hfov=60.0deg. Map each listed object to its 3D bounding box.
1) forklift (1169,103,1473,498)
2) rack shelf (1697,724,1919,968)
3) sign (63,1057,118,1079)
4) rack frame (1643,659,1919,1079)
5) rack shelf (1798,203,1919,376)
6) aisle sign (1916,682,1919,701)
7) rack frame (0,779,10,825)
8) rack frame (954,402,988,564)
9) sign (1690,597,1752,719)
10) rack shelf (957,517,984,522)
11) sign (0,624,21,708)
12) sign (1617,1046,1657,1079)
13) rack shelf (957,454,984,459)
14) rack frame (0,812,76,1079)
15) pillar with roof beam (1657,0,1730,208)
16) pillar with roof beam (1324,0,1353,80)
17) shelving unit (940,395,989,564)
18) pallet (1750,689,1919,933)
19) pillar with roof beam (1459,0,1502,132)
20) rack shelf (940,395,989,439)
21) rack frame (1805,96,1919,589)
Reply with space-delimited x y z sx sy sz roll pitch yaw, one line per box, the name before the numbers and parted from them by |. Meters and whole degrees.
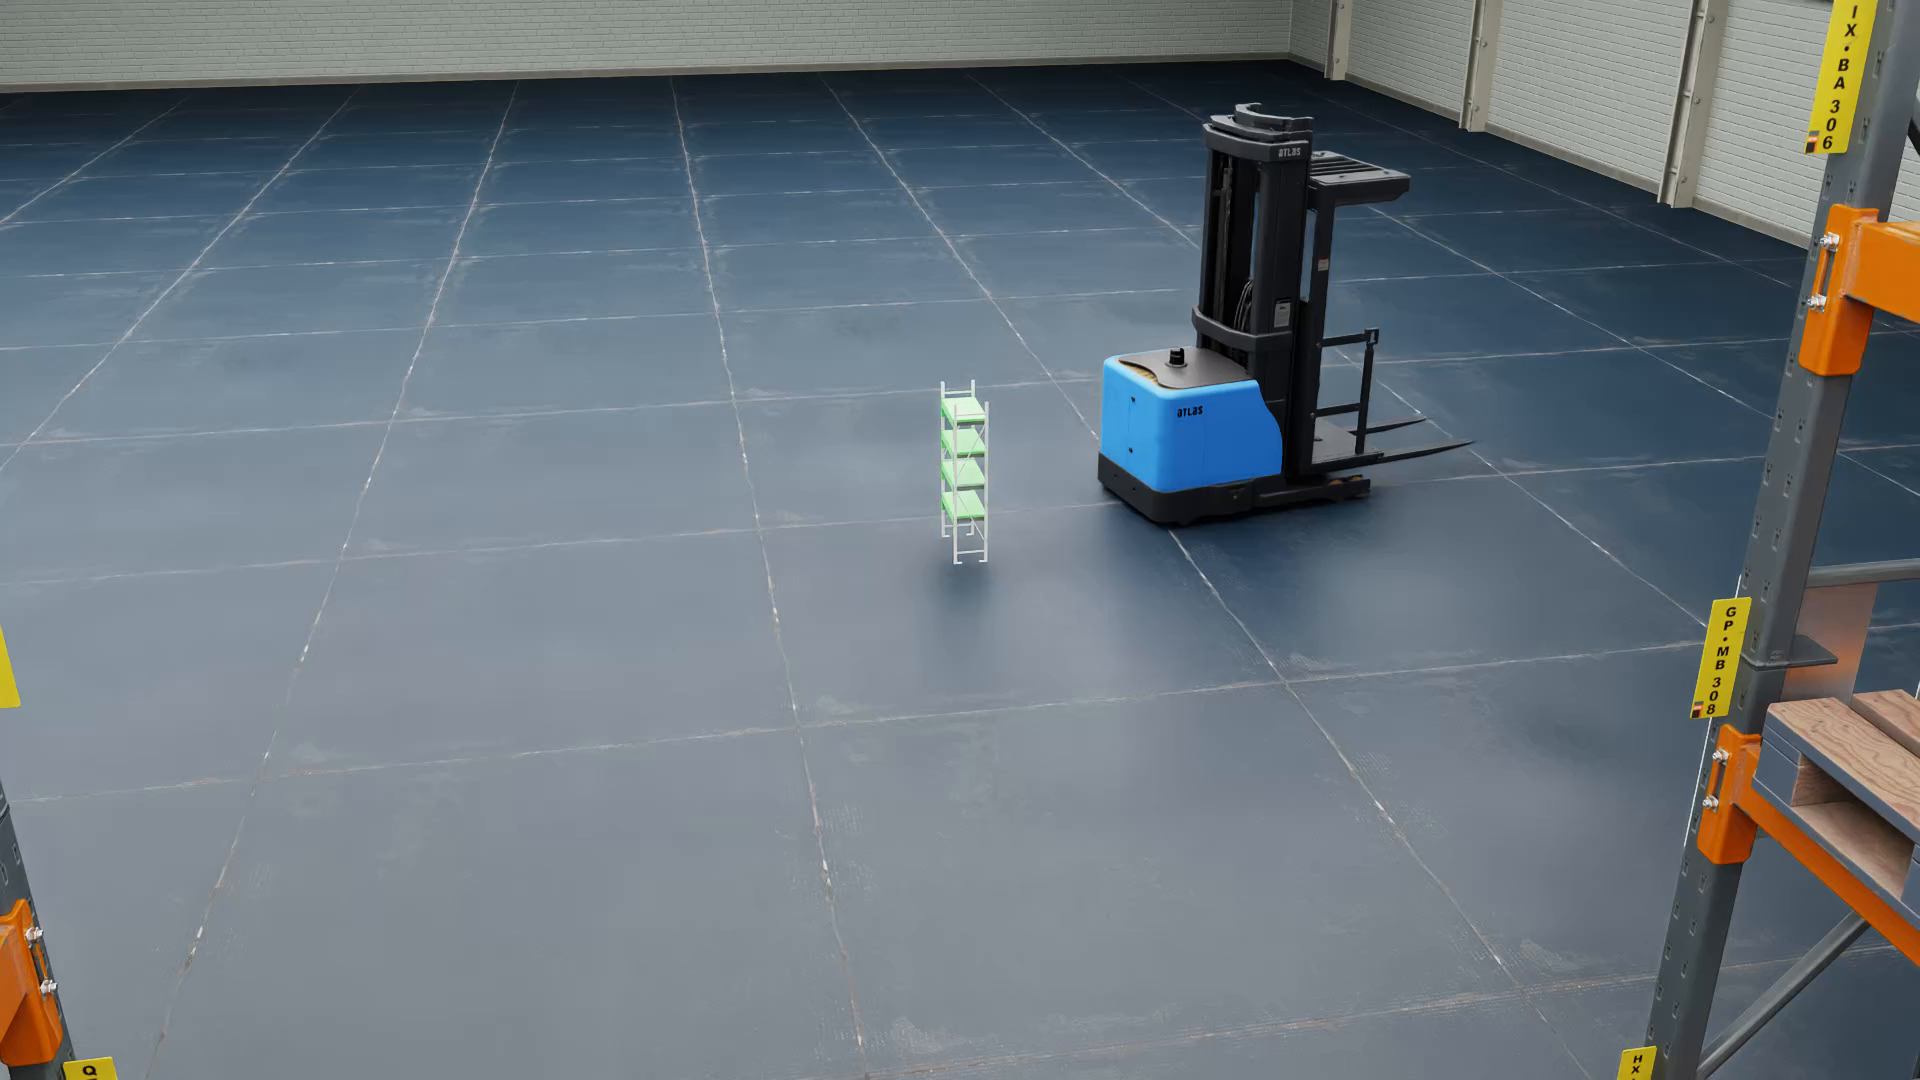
forklift | 2.657 -1.822 12.759 3.031 2.935 1.121 -10 25 -21
rack shelf | 2.776 1.373 2.510 1.077 0.370 4.000 -4 24 -10
sign | -1.913 1.289 3.709 0.100 0.325 0.005 -4 24 -10
rack frame | 2.406 1.631 4.767 1.000 3.000 0.127 -4 24 -10
rack shelf | 2.776 0.182 1.990 1.077 0.370 4.000 -4 24 -10
aisle sign | 2.684 0.390 4.362 0.394 0.787 0.004 -4 24 -10
rack frame | -2.462 -0.752 2.727 1.000 3.000 0.127 -4 24 -10
rack frame | 0.076 -0.389 11.641 0.240 1.200 0.015 -4 24 -10
sign | 1.864 0.291 4.076 0.100 0.325 0.005 -4 24 -10
rack shelf | 0.031 -0.232 11.971 0.199 0.029 0.442 -4 24 -10
sign | -1.913 0.184 3.227 0.100 0.325 0.005 -4 24 -10
sign | 1.864 1.543 4.623 0.100 0.325 0.005 -4 24 -10
rack shelf | 0.031 -0.672 11.779 0.199 0.029 0.442 -4 24 -10
rack frame | -2.462 1.998 3.928 1.000 3.000 0.127 -4 24 -10
pillar with roof beam | 5.562 -8.401 20.243 9.100 9.000 0.400 -4 24 -10
pillar with roof beam | 3.343 -13.121 31.050 9.100 9.000 0.400 -4 24 -10
shelving unit | 0.032 -0.482 11.856 0.258 1.200 0.492 -4 24 -10
pallet | 2.463 0.676 3.443 1.003 0.211 1.213 -4 24 -10
pillar with roof beam | 4.453 -10.761 25.647 9.100 9.000 0.400 -4 24 -10
rack shelf | 0.031 -0.866 11.694 0.258 0.148 0.480 -4 24 -10
rack frame | 2.403 -1.118 3.566 0.949 2.616 0.053 -4 24 -10
